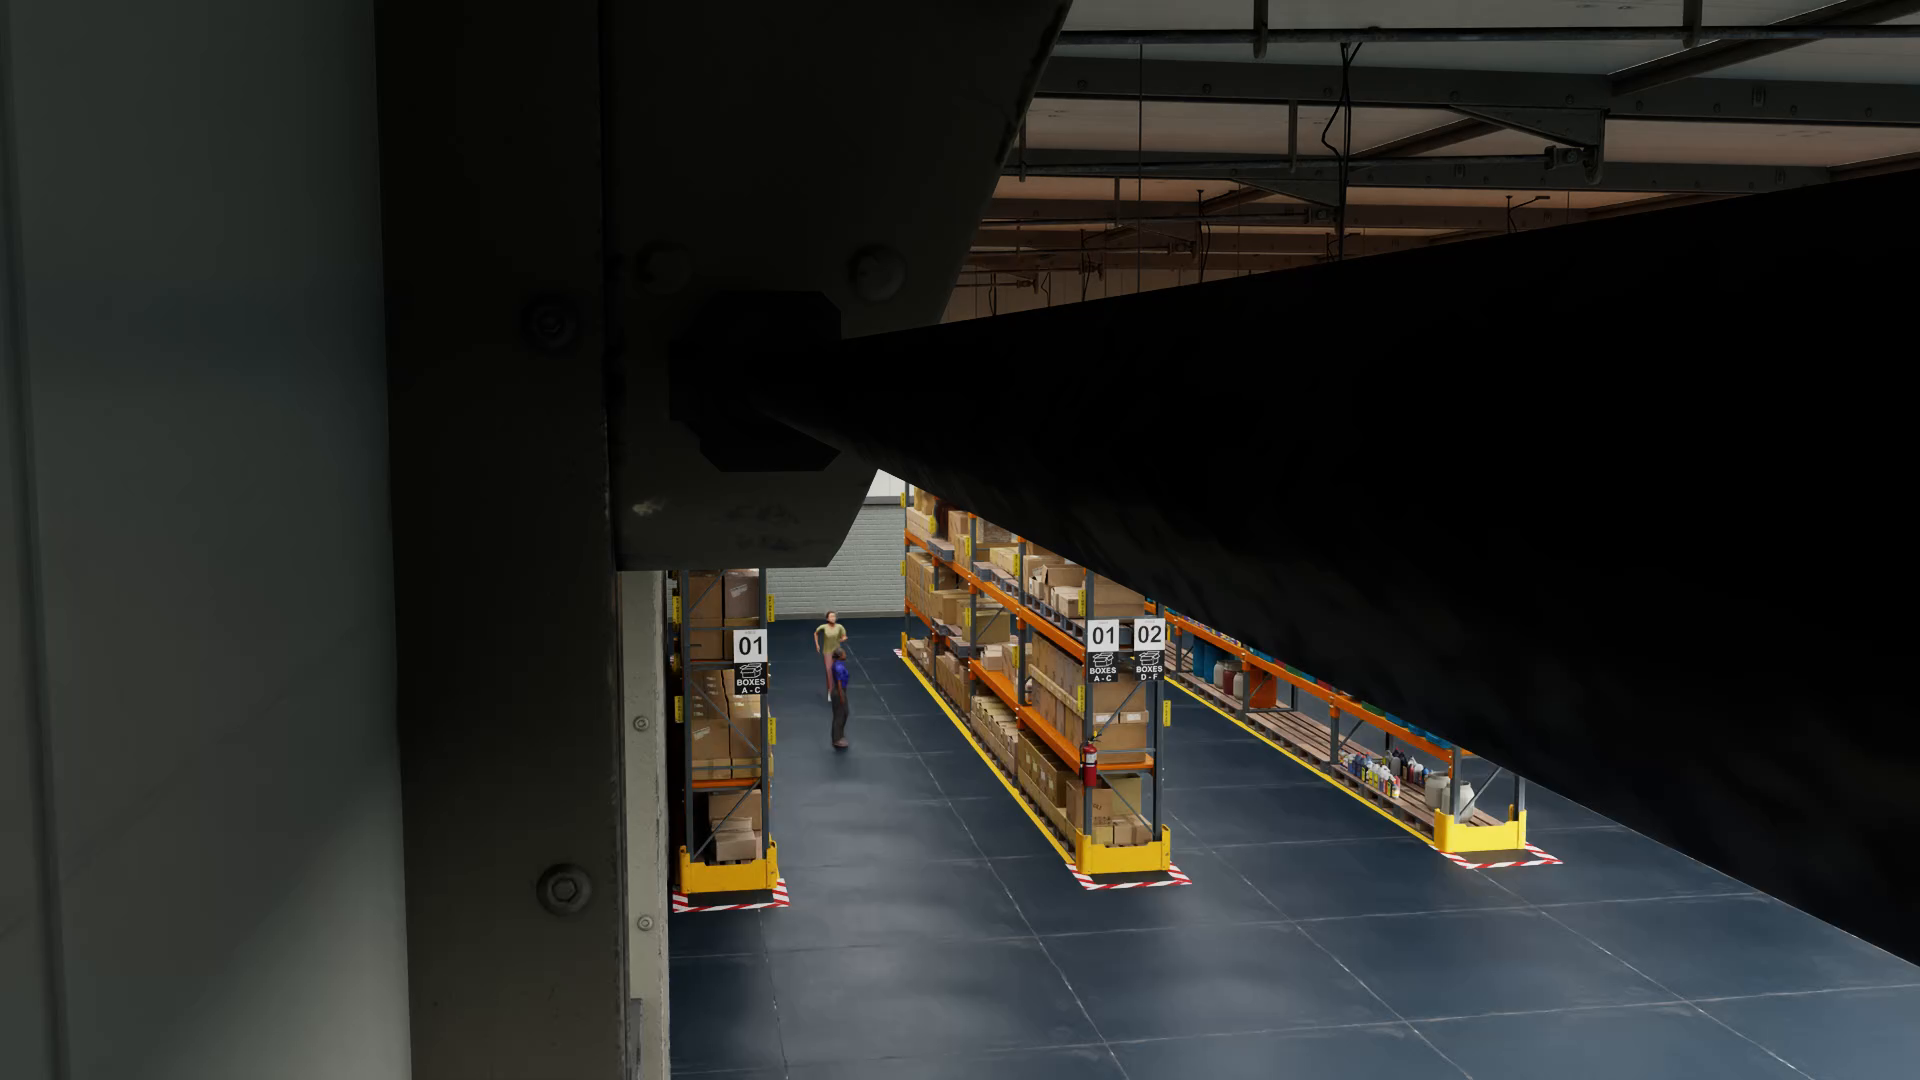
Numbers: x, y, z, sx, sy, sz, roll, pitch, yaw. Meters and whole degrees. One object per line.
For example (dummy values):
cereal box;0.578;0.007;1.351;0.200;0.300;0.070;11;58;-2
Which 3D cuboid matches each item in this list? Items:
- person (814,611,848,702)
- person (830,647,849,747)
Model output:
person;-2.425;2.163;31.512;0.619;1.642;0.997;-1;6;-12
person;-2.010;2.695;27.912;0.333;1.601;0.553;-1;6;-6
